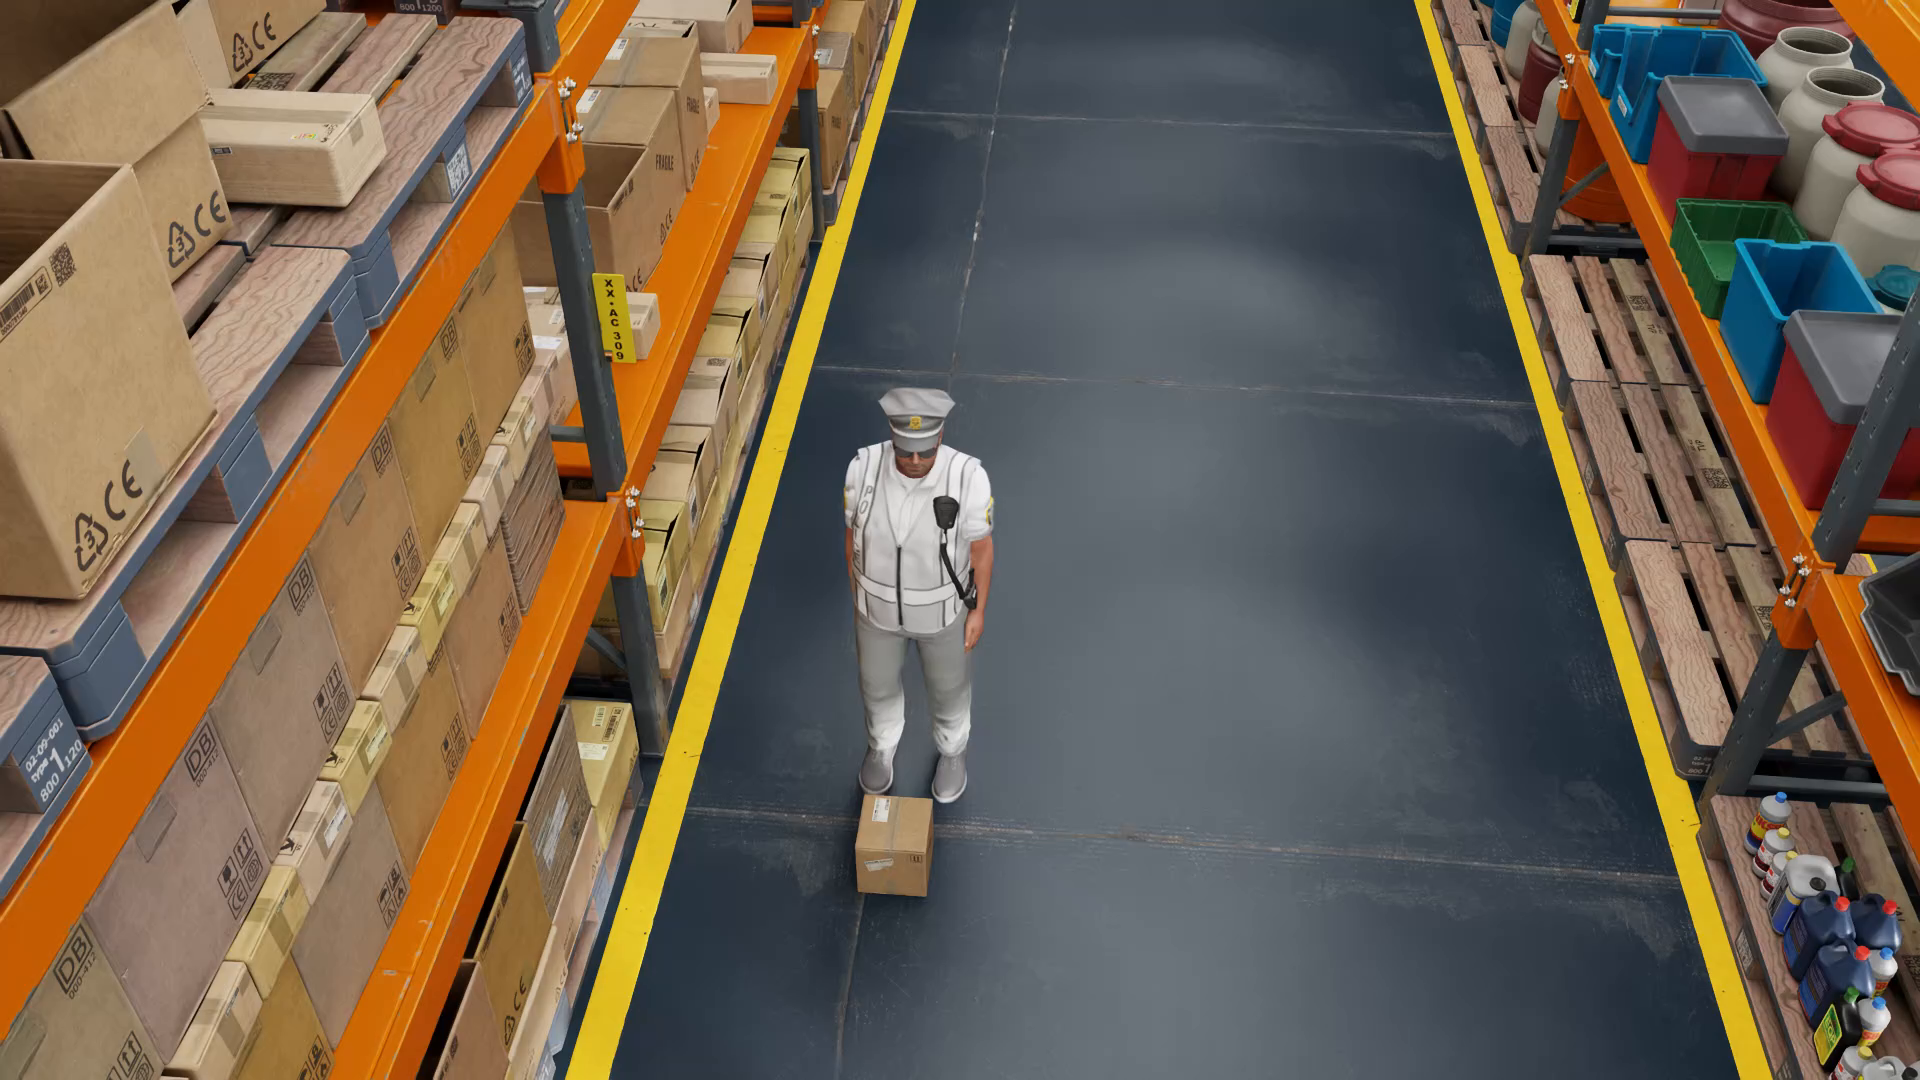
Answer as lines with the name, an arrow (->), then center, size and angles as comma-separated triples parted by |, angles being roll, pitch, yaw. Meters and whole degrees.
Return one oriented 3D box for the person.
person -> -0.150, 0.226, 5.896 | 0.527, 1.740, 0.393 | 6, 40, 7
